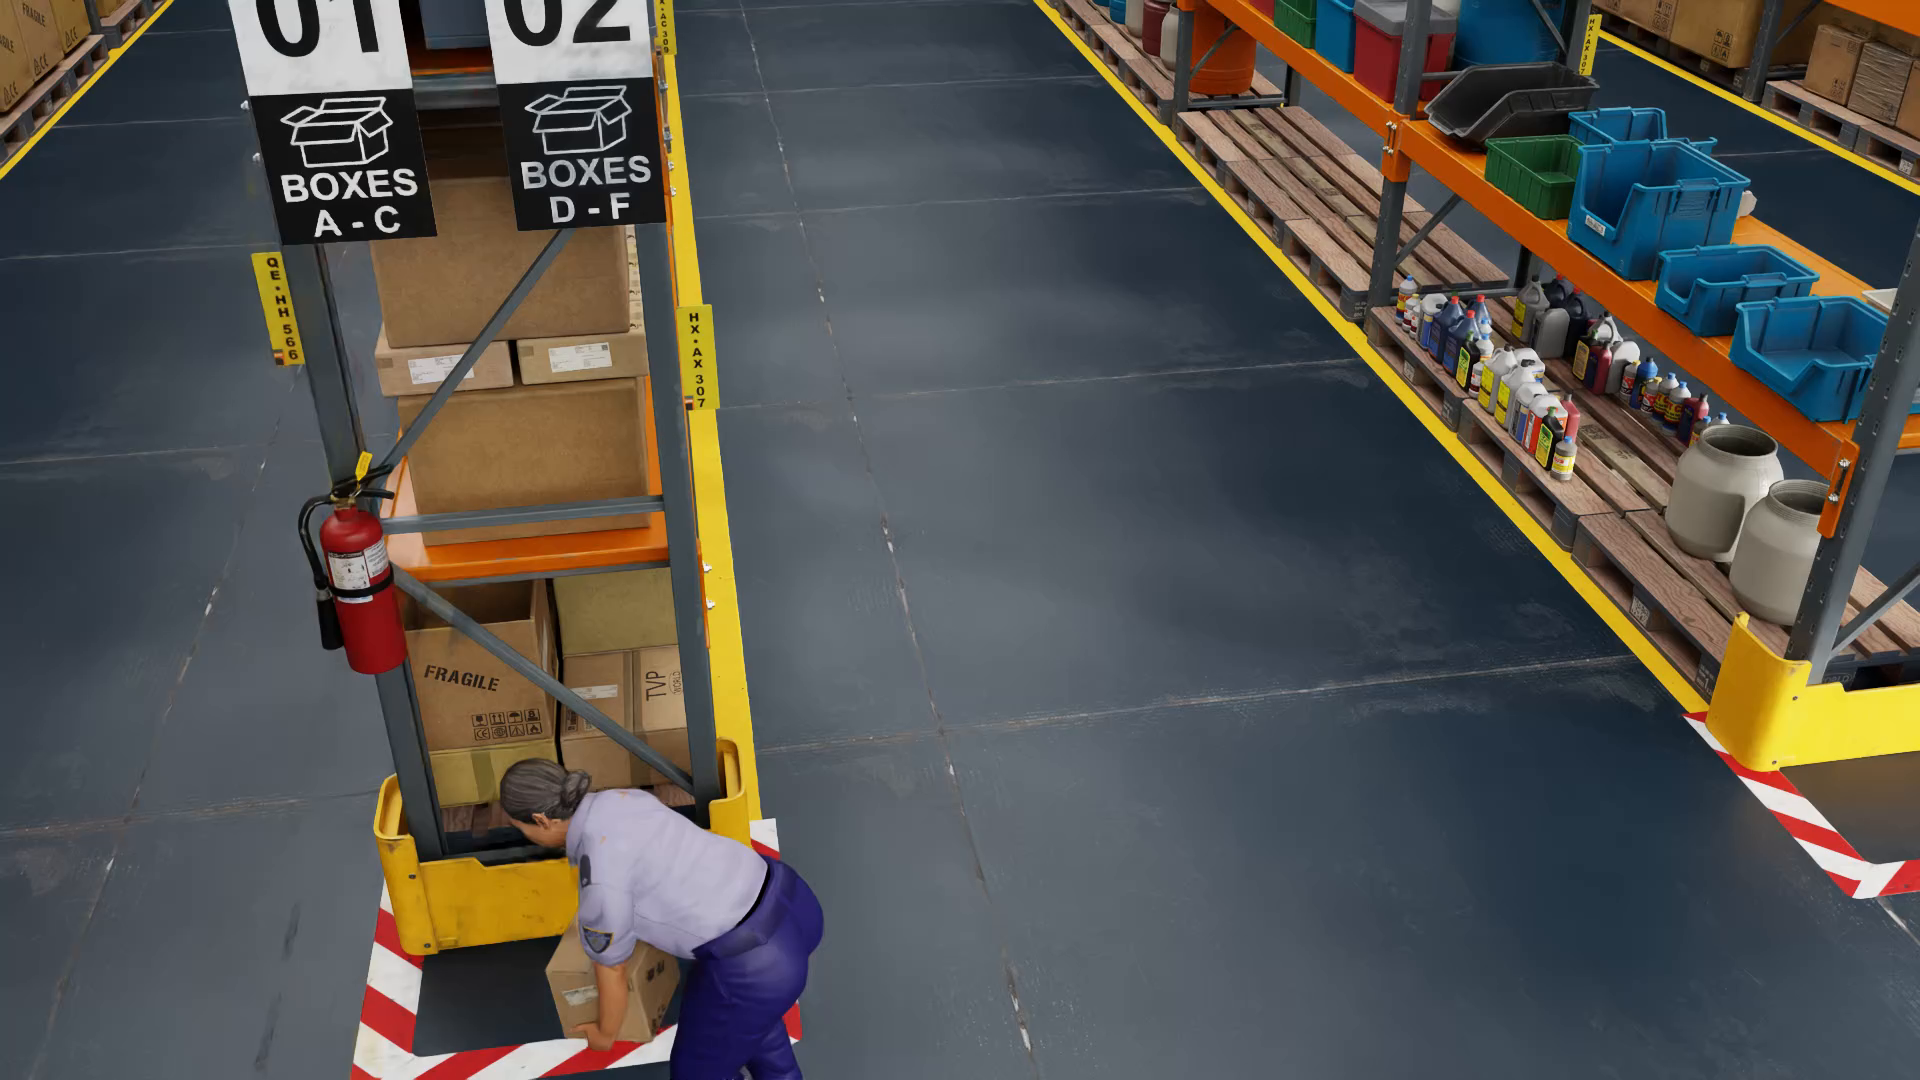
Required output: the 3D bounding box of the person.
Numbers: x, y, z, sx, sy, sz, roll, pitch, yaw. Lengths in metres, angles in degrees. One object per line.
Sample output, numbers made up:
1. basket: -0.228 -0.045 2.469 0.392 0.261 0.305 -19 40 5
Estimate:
1. person: -0.767 1.159 4.477 0.783 1.380 0.451 5 31 8
